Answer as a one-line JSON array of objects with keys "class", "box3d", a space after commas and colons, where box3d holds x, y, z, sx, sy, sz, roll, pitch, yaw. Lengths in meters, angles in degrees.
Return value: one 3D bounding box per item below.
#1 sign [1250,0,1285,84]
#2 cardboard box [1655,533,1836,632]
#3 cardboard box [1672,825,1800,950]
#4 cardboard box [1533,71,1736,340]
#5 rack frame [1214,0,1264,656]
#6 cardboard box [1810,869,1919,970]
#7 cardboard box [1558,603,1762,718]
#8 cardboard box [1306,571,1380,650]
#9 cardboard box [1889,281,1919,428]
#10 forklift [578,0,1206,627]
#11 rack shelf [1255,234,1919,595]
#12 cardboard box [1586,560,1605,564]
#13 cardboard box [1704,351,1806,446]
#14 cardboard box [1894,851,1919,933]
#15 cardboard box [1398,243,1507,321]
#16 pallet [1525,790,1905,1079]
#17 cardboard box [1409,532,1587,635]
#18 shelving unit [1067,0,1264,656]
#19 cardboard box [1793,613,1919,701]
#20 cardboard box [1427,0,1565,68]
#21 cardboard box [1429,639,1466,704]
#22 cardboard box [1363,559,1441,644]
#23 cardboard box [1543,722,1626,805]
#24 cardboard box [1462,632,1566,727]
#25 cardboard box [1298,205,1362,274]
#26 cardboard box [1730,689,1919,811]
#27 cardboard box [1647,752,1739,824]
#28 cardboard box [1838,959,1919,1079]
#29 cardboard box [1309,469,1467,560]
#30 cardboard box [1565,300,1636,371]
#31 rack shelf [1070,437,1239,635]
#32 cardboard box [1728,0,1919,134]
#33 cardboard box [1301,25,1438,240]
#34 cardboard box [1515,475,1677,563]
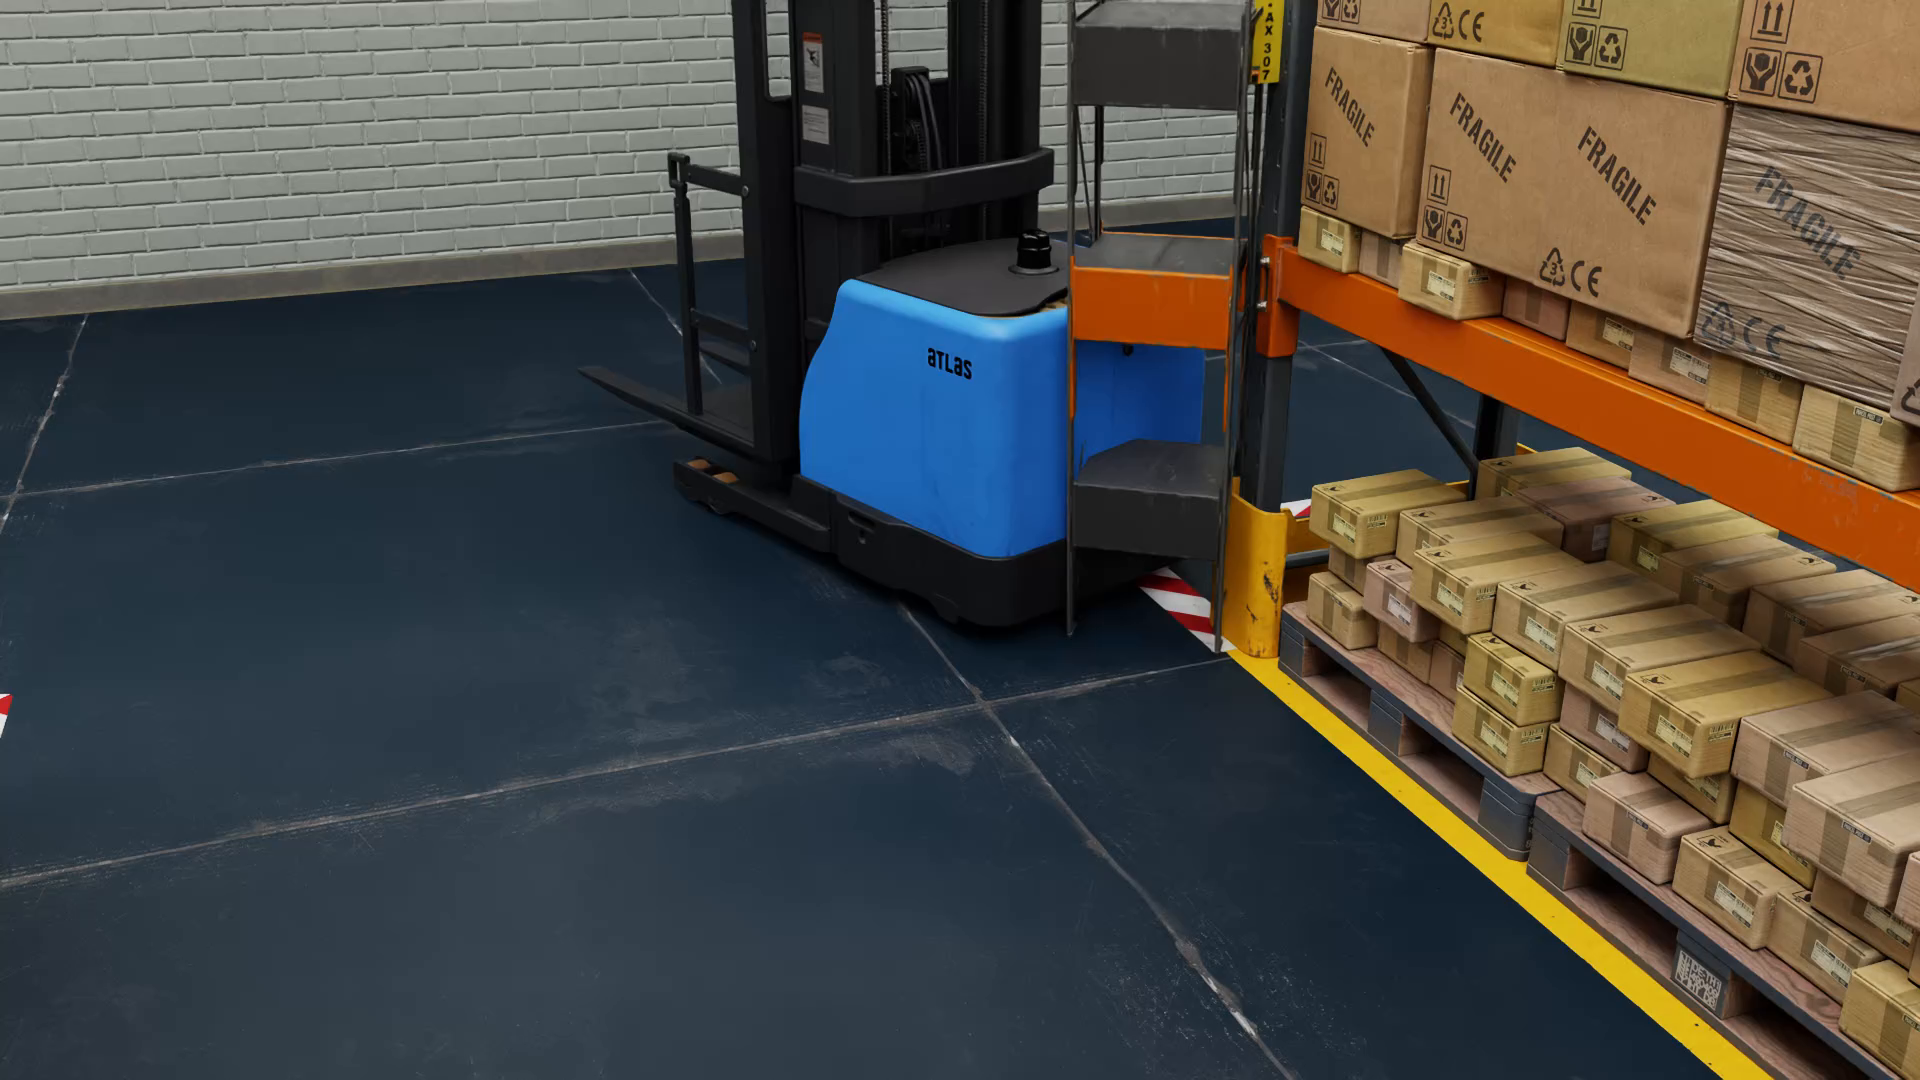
[{"class": "sign", "box3d": [0.894, -1.487, 4.802, 0.100, 0.325, 0.005, -8, 24, -19]}, {"class": "cardboard box", "box3d": [2.103, 0.119, 4.468, 0.380, 0.149, 0.250, -9, 25, -21]}, {"class": "cardboard box", "box3d": [1.846, 0.752, 3.734, 0.380, 0.149, 0.250, -8, 24, -19]}, {"class": "cardboard box", "box3d": [1.676, -0.774, 3.713, 0.500, 0.500, 0.500, -8, 24, -18]}, {"class": "rack frame", "box3d": [0.855, -0.655, 5.064, 0.015, 2.100, 0.400, 6, 27, 15]}, {"class": "cardboard box", "box3d": [2.006, 0.717, 3.434, 0.380, 0.149, 0.250, -10, 25, -21]}, {"class": "cardboard box", "box3d": [1.702, 0.294, 4.055, 0.380, 0.149, 0.250, -7, 24, -17]}, {"class": "cardboard box", "box3d": [1.287, 0.192, 5.063, 0.380, 0.149, 0.250, -8, 24, -18]}, {"class": "cardboard box", "box3d": [2.022, -0.399, 2.823, 0.500, 0.500, 0.500, -8, 24, -19]}, {"class": "forklift", "box3d": [-0.486, -1.561, 6.181, 1.130, 2.935, 3.031, -19, 29, -37]}, {"class": "rack shelf", "box3d": [2.108, -0.105, 3.562, 1.077, 0.370, 4.000, -8, 24, -19]}, {"class": "cardboard box", "box3d": [1.897, 0.075, 4.956, 0.380, 0.149, 0.250, -9, 24, -20]}, {"class": "cardboard box", "box3d": [1.808, -0.325, 3.481, 0.380, 0.149, 0.250, -7, 24, -17]}, {"class": "cardboard box", "box3d": [2.022, 0.676, 3.149, 0.380, 0.149, 0.250, -10, 25, -22]}, {"class": "cardboard box", "box3d": [1.383, -0.692, 4.354, 0.380, 0.149, 0.250, -9, 24, -20]}, {"class": "pallet", "box3d": [2.109, 0.892, 3.861, 1.003, 0.211, 1.213, -8, 24, -19]}, {"class": "cardboard box", "box3d": [1.448, 0.113, 4.484, 0.380, 0.149, 0.250, -8, 24, -19]}, {"class": "shelving unit", "box3d": [0.621, -0.680, 5.129, 0.503, 2.100, 0.431, 6, 27, 15]}, {"class": "cardboard box", "box3d": [2.239, 0.320, 3.992, 0.380, 0.149, 0.250, -9, 25, -21]}, {"class": "cardboard box", "box3d": [1.496, -1.425, 3.969, 0.500, 0.500, 0.500, -8, 24, -17]}, {"class": "cardboard box", "box3d": [1.550, 0.365, 4.652, 0.380, 0.149, 0.250, -8, 24, -18]}, {"class": "cardboard box", "box3d": [1.390, 0.153, 4.771, 0.380, 0.149, 0.250, -8, 24, -19]}, {"class": "cardboard box", "box3d": [1.717, 0.552, 4.207, 0.380, 0.149, 0.250, -8, 24, -19]}, {"class": "cardboard box", "box3d": [1.549, 0.338, 4.333, 0.380, 0.149, 0.250, -8, 24, -17]}, {"class": "cardboard box", "box3d": [1.209, -0.884, 4.810, 0.380, 0.149, 0.250, -9, 24, -19]}, {"class": "cardboard box", "box3d": [1.930, 0.474, 3.627, 0.380, 0.149, 0.250, -8, 24, -19]}, {"class": "cardboard box", "box3d": [1.866, 0.514, 3.915, 0.380, 0.149, 0.250, -7, 24, -16]}, {"class": "cardboard box", "box3d": [1.991, 0.939, 3.290, 0.380, 0.149, 0.250, -8, 24, -19]}, {"class": "cardboard box", "box3d": [1.269, -0.080, 4.941, 0.380, 0.149, 0.250, -10, 25, -21]}, {"class": "cardboard box", "box3d": [1.675, -0.515, 3.934, 0.380, 0.149, 0.250, -9, 24, -20]}, {"class": "rack shelf", "box3d": [0.641, -0.041, 5.446, 0.480, 0.518, 0.431, 6, 27, 15]}, {"class": "cardboard box", "box3d": [1.842, -1.048, 3.075, 0.500, 0.500, 0.500, -9, 25, -21]}, {"class": "cardboard box", "box3d": [1.302, -1.145, 4.593, 0.500, 0.500, 0.500, -7, 24, -16]}, {"class": "cardboard box", "box3d": [1.860, -0.060, 4.894, 0.380, 0.149, 0.250, -8, 24, -18]}]
